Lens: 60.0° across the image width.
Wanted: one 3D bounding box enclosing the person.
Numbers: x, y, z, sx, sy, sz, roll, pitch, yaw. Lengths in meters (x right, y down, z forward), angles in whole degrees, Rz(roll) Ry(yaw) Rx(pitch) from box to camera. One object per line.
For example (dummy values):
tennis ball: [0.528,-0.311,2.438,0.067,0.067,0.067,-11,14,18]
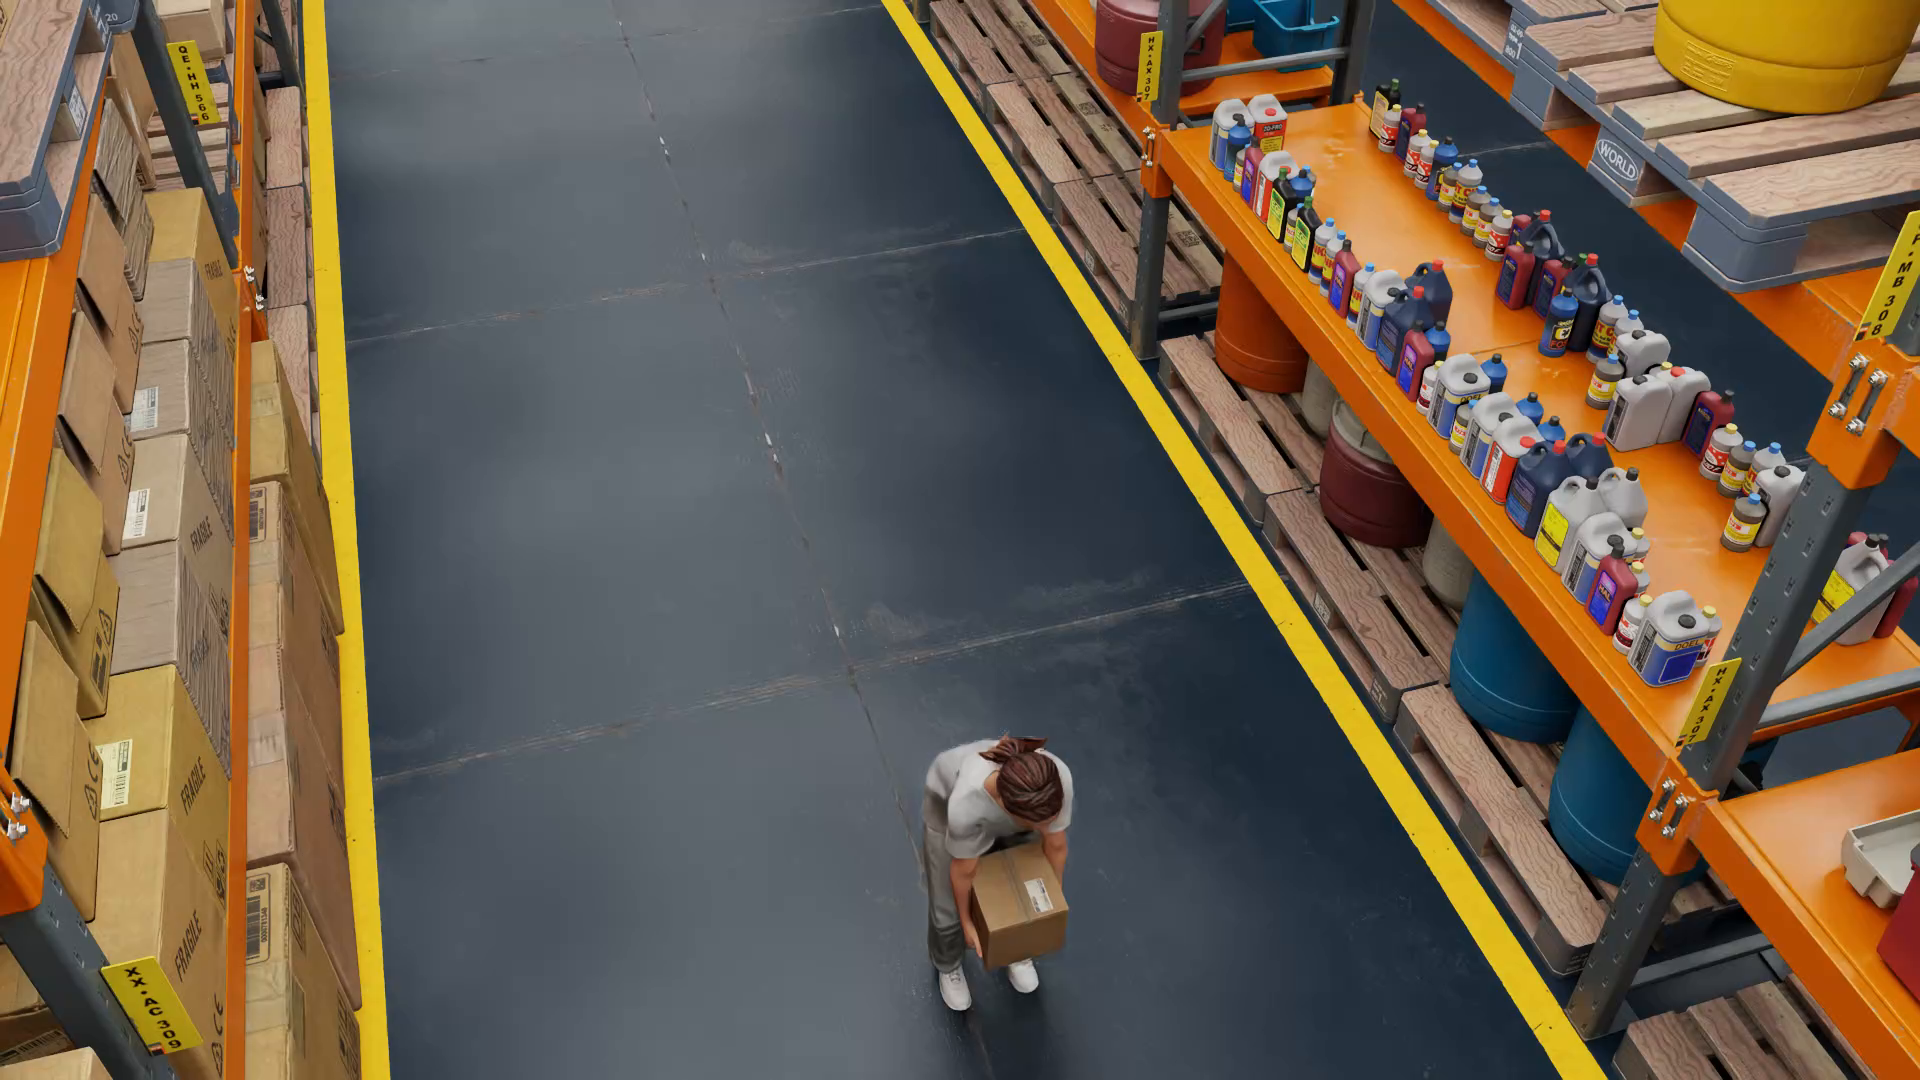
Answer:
person: [0.123,1.020,5.172,0.404,1.509,0.672,-13,44,-14]
